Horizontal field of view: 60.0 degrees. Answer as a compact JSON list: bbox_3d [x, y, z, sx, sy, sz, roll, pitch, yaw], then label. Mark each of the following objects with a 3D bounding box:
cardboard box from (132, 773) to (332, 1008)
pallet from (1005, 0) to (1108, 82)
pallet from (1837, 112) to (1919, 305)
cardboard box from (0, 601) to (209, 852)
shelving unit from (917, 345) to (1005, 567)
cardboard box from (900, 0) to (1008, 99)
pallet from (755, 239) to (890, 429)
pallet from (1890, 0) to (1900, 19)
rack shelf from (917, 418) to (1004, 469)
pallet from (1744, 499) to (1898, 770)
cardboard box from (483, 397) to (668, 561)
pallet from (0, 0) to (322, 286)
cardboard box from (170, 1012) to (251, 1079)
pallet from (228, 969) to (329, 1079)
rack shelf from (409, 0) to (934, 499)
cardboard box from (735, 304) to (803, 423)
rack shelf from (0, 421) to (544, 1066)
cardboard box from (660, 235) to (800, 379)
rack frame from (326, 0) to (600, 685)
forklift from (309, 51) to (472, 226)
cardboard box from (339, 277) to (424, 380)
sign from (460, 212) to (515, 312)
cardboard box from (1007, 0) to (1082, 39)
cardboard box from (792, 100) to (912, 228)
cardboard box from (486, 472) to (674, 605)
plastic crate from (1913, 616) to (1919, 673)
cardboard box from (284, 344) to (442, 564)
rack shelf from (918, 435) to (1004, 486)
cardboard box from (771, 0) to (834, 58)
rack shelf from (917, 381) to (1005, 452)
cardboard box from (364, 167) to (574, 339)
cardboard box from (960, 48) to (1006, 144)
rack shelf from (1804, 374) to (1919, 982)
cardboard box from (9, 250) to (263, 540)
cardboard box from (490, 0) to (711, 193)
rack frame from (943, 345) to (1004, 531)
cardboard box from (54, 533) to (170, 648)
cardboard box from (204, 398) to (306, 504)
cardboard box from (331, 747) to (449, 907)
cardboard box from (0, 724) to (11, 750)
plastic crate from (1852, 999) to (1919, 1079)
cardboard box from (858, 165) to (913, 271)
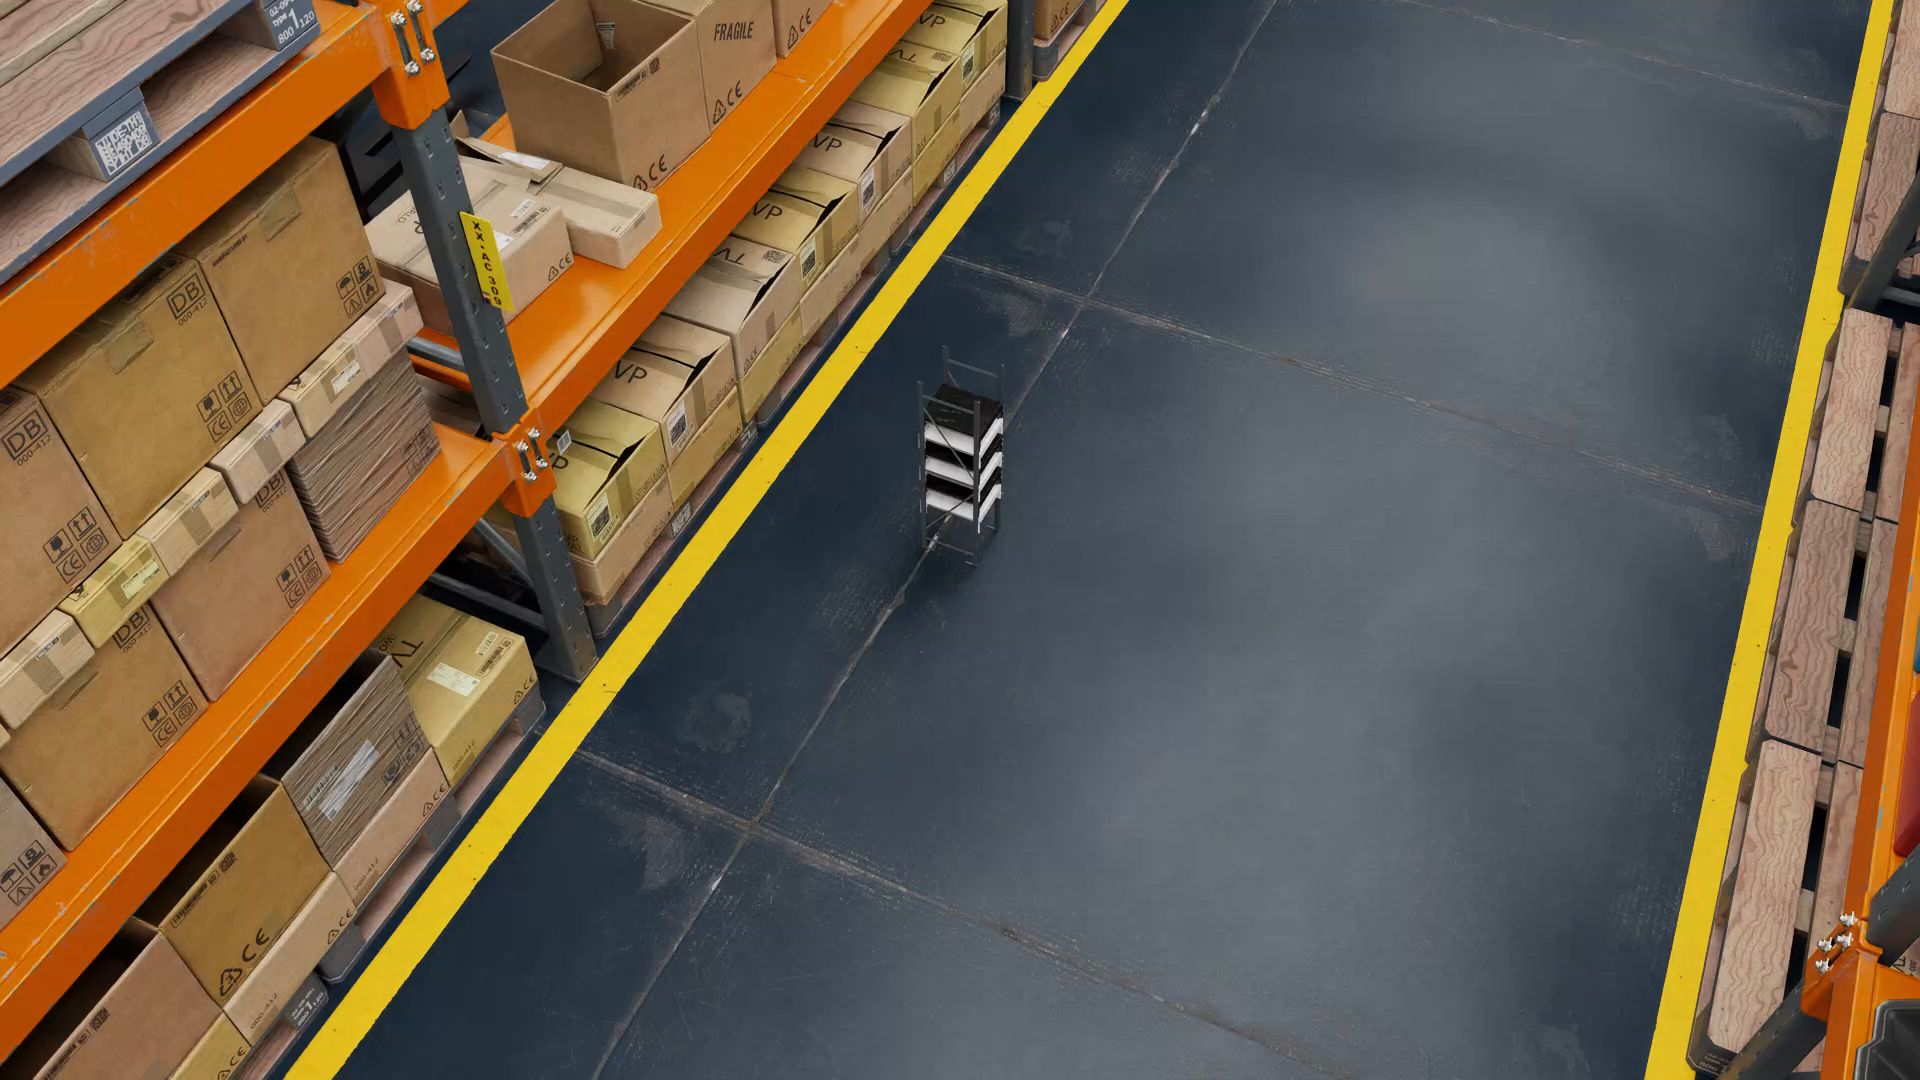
[{"bbox_3d":[-2.252,0.944,4.829,0.500,0.500,0.500,20,52,16],"label":"cardboard box"},{"bbox_3d":[0.244,-2.997,8.977,1.003,0.211,1.213,20,52,16],"label":"pallet"},{"bbox_3d":[4.667,-1.437,7.649,1.003,0.211,1.213,20,52,16],"label":"pallet"},{"bbox_3d":[-2.439,0.340,4.240,0.700,0.500,0.500,21,53,17],"label":"cardboard box"},{"bbox_3d":[0.003,-0.297,6.227,0.258,0.900,0.210,20,52,16],"label":"shelving unit"},{"bbox_3d":[-0.110,-2.385,7.786,0.500,0.311,0.500,21,53,17],"label":"cardboard box"},{"bbox_3d":[-1.018,-1.104,7.366,1.003,0.211,1.213,20,52,16],"label":"pallet"},{"bbox_3d":[5.710,-3.117,9.079,1.003,0.211,1.213,20,52,16],"label":"pallet"},{"bbox_3d":[0.003,-0.392,6.115,0.258,0.077,0.200,20,52,16],"label":"rack shelf"},{"bbox_3d":[3.480,0.477,6.021,1.003,0.211,1.213,20,52,16],"label":"pallet"},{"bbox_3d":[-1.416,-0.275,5.991,0.500,0.311,0.500,20,52,16],"label":"cardboard box"},{"bbox_3d":[-2.159,-0.992,3.528,1.003,0.211,1.213,20,52,16],"label":"pallet"},{"bbox_3d":[-2.454,1.536,4.818,0.500,0.250,0.500,20,52,16],"label":"cardboard box"},{"bbox_3d":[-2.715,1.637,5.034,1.003,0.211,1.213,20,52,16],"label":"pallet"},{"bbox_3d":[-0.963,-1.788,6.590,1.077,0.370,4.000,20,52,16],"label":"rack shelf"},{"bbox_3d":[-0.983,-0.796,6.802,0.500,0.250,0.500,18,52,15],"label":"cardboard box"},{"bbox_3d":[-2.672,0.966,4.246,1.077,0.370,4.000,20,52,16],"label":"rack shelf"},{"bbox_3d":[-0.977,-0.974,6.586,0.500,0.311,0.500,18,52,15],"label":"cardboard box"},{"bbox_3d":[-1.818,-0.644,5.144,1.000,3.000,0.127,20,52,16],"label":"rack frame"},{"bbox_3d":[-2.810,-2.112,6.437,1.130,2.935,3.031,19,52,15],"label":"forklift"},{"bbox_3d":[-1.740,-0.630,4.640,0.380,0.149,0.250,20,52,16],"label":"cardboard box"},{"bbox_3d":[-1.315,-0.771,4.631,0.100,0.325,0.005,20,52,16],"label":"sign"},{"bbox_3d":[0.344,-2.952,8.460,0.500,0.500,0.500,22,53,18],"label":"cardboard box"},{"bbox_3d":[-0.544,-1.678,7.185,0.500,0.311,0.500,19,52,16],"label":"cardboard box"},{"bbox_3d":[-1.421,-0.086,6.199,0.500,0.250,0.500,19,52,15],"label":"cardboard box"},{"bbox_3d":[2.849,0.114,4.509,0.392,0.384,0.575,20,52,16],"label":"plastic crate"},{"bbox_3d":[-2.002,-0.369,4.844,0.700,0.500,0.500,19,52,15],"label":"cardboard box"},{"bbox_3d":[0.003,-0.334,6.184,0.258,0.077,0.200,20,52,16],"label":"rack shelf"},{"bbox_3d":[-0.811,-2.270,6.462,0.500,0.500,0.500,17,52,14],"label":"cardboard box"},{"bbox_3d":[0.003,-0.451,6.047,0.258,0.077,0.200,20,52,16],"label":"rack shelf"},{"bbox_3d":[-1.647,-0.949,5.501,0.500,0.250,0.500,23,53,18],"label":"cardboard box"},{"bbox_3d":[-0.113,-2.202,7.999,0.500,0.250,0.500,21,53,17],"label":"cardboard box"},{"bbox_3d":[3.514,-0.174,5.216,1.077,0.370,4.000,20,52,16],"label":"rack shelf"},{"bbox_3d":[-2.216,-0.441,4.053,0.700,0.500,0.500,20,52,16],"label":"cardboard box"},{"bbox_3d":[-1.250,-1.563,5.860,0.500,0.500,0.500,23,53,19],"label":"cardboard box"},{"bbox_3d":[0.047,-0.367,6.287,0.240,0.900,0.006,20,52,16],"label":"rack frame"},{"bbox_3d":[-2.176,0.070,4.044,0.380,0.149,0.250,20,52,16],"label":"cardboard box"},{"bbox_3d":[-1.957,-0.279,4.342,0.380,0.149,0.250,18,52,15],"label":"cardboard box"},{"bbox_3d":[-2.041,0.842,5.409,0.500,0.250,0.500,20,52,16],"label":"cardboard box"},{"bbox_3d":[-2.395,0.428,3.740,0.380,0.149,0.250,21,53,17],"label":"cardboard box"},{"bbox_3d":[2.321,1.309,3.522,0.767,0.338,0.504,20,52,16],"label":"plastic crate"},{"bbox_3d":[-0.548,-1.501,7.402,0.500,0.250,0.500,21,53,17],"label":"cardboard box"}]
